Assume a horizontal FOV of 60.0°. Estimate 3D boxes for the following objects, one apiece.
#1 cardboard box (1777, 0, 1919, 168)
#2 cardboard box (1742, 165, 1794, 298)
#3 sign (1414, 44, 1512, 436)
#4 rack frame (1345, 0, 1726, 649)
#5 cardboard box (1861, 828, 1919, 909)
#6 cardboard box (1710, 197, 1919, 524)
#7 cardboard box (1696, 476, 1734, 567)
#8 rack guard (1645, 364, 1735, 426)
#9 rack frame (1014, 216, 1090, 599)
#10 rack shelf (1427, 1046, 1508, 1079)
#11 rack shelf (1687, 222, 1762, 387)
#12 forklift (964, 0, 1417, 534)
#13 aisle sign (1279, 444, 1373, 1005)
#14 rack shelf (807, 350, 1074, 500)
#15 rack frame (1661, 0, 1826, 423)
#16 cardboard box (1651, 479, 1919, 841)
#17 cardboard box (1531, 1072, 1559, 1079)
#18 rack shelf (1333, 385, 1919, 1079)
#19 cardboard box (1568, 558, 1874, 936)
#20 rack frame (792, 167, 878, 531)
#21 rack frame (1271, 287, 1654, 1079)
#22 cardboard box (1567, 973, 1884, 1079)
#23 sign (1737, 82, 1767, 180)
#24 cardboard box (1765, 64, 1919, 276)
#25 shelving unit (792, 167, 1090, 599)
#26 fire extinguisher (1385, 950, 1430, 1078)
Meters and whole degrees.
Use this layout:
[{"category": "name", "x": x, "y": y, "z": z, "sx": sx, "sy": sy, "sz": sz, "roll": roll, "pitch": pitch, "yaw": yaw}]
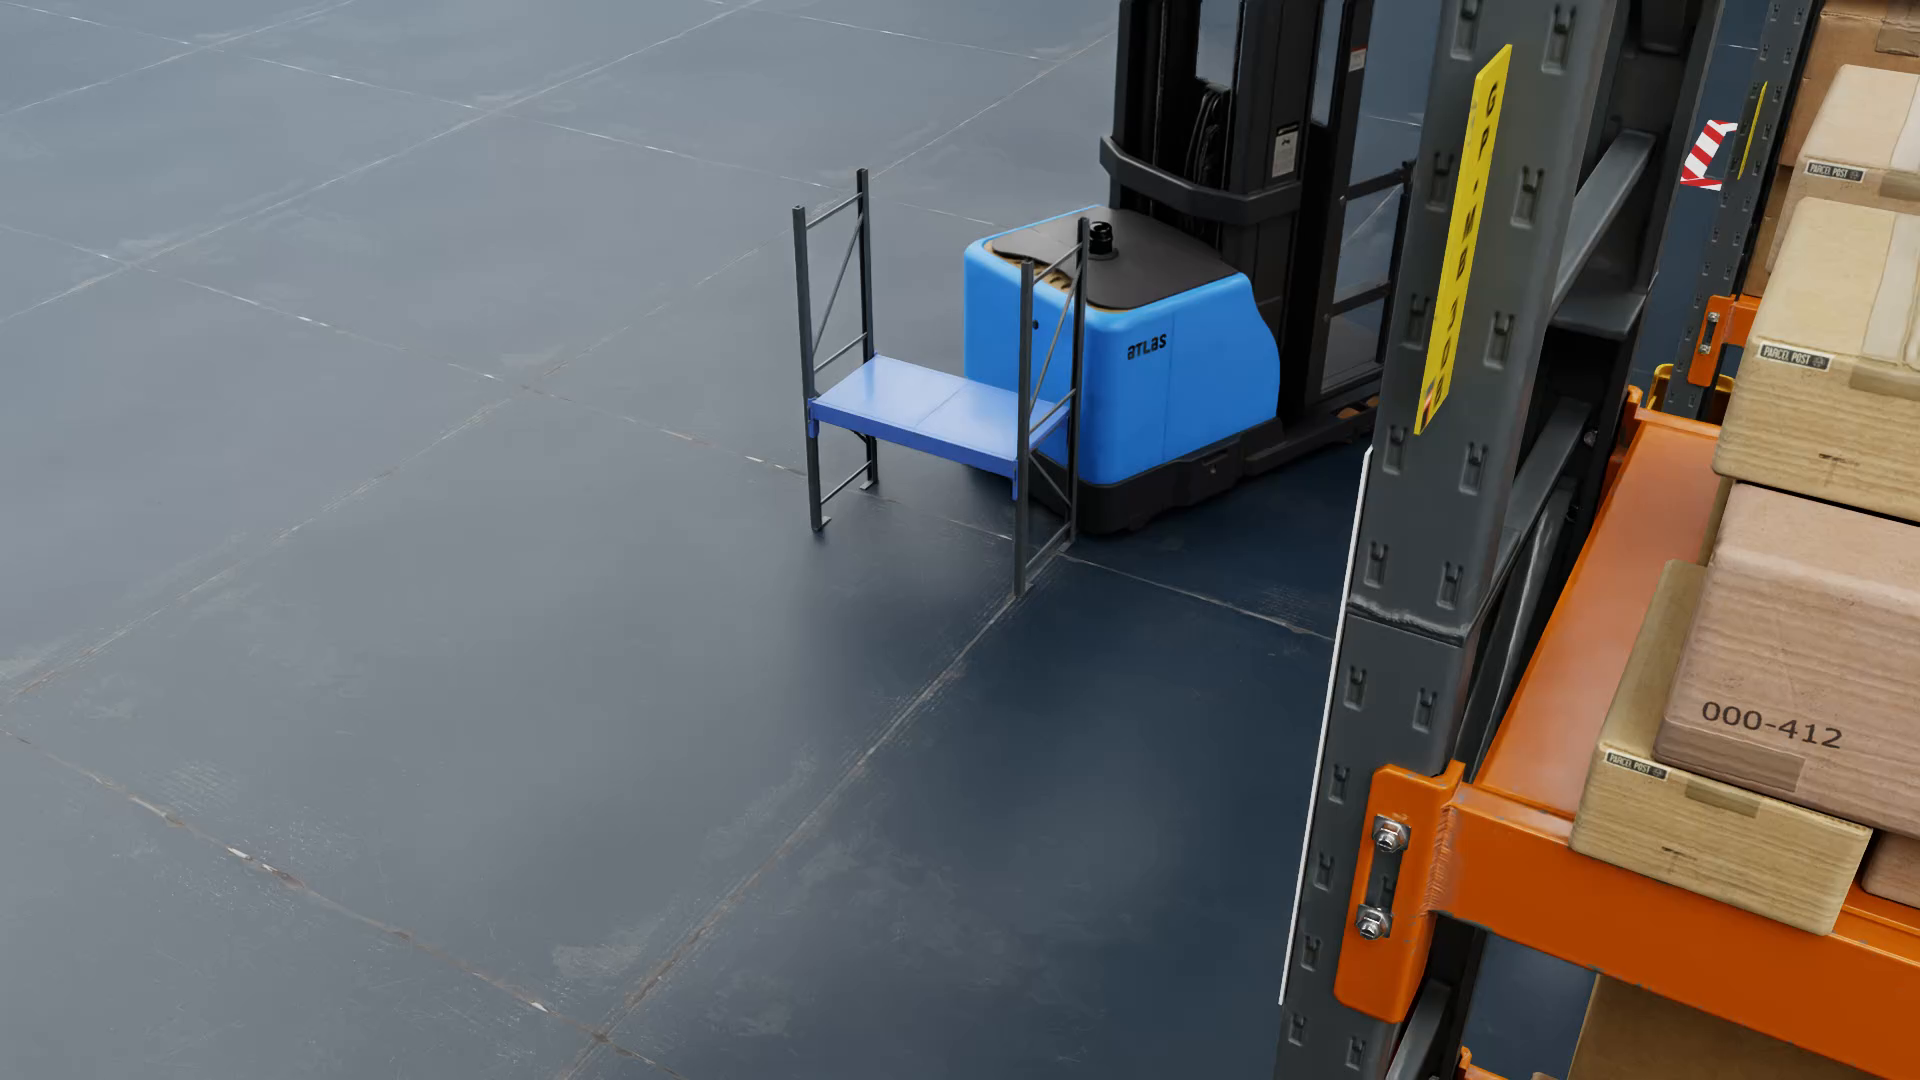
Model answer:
[{"category": "cardboard box", "x": 3.371, "y": -1.701, "z": 5.989, "sx": 0.550, "sy": 0.550, "sz": 0.875, "roll": 18, "pitch": 37, "yaw": 24}, {"category": "cardboard box", "x": 3.413, "y": -1.292, "z": 6.349, "sx": 0.550, "sy": 0.550, "sz": 0.875, "roll": 18, "pitch": 37, "yaw": 24}, {"category": "sign", "x": 0.431, "y": -0.251, "z": 1.426, "sx": 0.005, "sy": 0.325, "sz": 0.100, "roll": 18, "pitch": 37, "yaw": 24}, {"category": "rack frame", "x": 0.700, "y": -1.397, "z": 1.229, "sx": 0.127, "sy": 3.000, "sz": 1.000, "roll": 18, "pitch": 37, "yaw": 24}, {"category": "cardboard box", "x": 1.099, "y": 0.233, "z": 1.715, "sx": 0.250, "sy": 0.149, "sz": 0.380, "roll": 16, "pitch": 37, "yaw": 23}, {"category": "cardboard box", "x": 0.907, "y": -0.180, "z": 1.615, "sx": 0.250, "sy": 0.149, "sz": 0.380, "roll": 17, "pitch": 37, "yaw": 24}, {"category": "cardboard box", "x": 1.148, "y": -0.081, "z": 2.185, "sx": 0.250, "sy": 0.149, "sz": 0.380, "roll": 18, "pitch": 38, "yaw": 25}, {"category": "rack guard", "x": 3.047, "y": -0.276, "z": 7.214, "sx": 0.348, "sy": 0.500, "sz": 1.175, "roll": 18, "pitch": 37, "yaw": 24}, {"category": "rack frame", "x": 0.362, "y": -0.504, "z": 6.654, "sx": 0.032, "sy": 1.500, "sz": 0.500, "roll": 18, "pitch": 38, "yaw": 25}, {"category": "rack shelf", "x": 2.436, "y": 1.949, "z": 2.265, "sx": 4.000, "sy": 0.370, "sz": 1.077, "roll": 18, "pitch": 37, "yaw": 24}, {"category": "rack shelf", "x": 4.804, "y": -0.461, "z": 5.884, "sx": 4.000, "sy": 0.370, "sz": 1.077, "roll": 18, "pitch": 37, "yaw": 24}, {"category": "forklift", "x": 1.488, "y": -1.895, "z": 7.451, "sx": 3.031, "sy": 2.935, "sz": 1.130, "roll": -22, "pitch": 40, "yaw": -30}, {"category": "aisle sign", "x": 0.492, "y": 0.150, "z": 1.973, "sx": 0.004, "sy": 0.787, "sz": 0.394, "roll": 18, "pitch": 37, "yaw": 24}, {"category": "rack shelf", "x": -0.077, "y": -0.496, "z": 6.967, "sx": 1.000, "sy": 0.185, "sz": 0.538, "roll": 18, "pitch": 38, "yaw": 25}, {"category": "rack frame", "x": 3.068, "y": -1.310, "z": 6.511, "sx": 0.127, "sy": 3.000, "sz": 1.000, "roll": 18, "pitch": 37, "yaw": 24}, {"category": "cardboard box", "x": 1.004, "y": 0.056, "z": 1.620, "sx": 0.500, "sy": 0.250, "sz": 0.500, "roll": 17, "pitch": 37, "yaw": 24}, {"category": "cardboard box", "x": 0.973, "y": 1.198, "z": 2.386, "sx": 0.500, "sy": 0.500, "sz": 0.500, "roll": 17, "pitch": 37, "yaw": 24}, {"category": "rack shelf", "x": 2.436, "y": 0.701, "z": 1.434, "sx": 4.000, "sy": 0.370, "sz": 1.077, "roll": 18, "pitch": 37, "yaw": 24}, {"category": "cardboard box", "x": 0.827, "y": 0.203, "z": 1.759, "sx": 0.250, "sy": 0.149, "sz": 0.380, "roll": 18, "pitch": 38, "yaw": 24}, {"category": "rack frame", "x": -0.517, "y": -0.788, "z": 7.080, "sx": 0.032, "sy": 1.500, "sz": 0.500, "roll": 18, "pitch": 38, "yaw": 25}, {"category": "rack frame", "x": 0.700, "y": 1.100, "z": 2.892, "sx": 0.127, "sy": 3.000, "sz": 1.000, "roll": 18, "pitch": 37, "yaw": 24}, {"category": "cardboard box", "x": 1.252, "y": 0.554, "z": 2.452, "sx": 0.500, "sy": 0.500, "sz": 0.700, "roll": 17, "pitch": 37, "yaw": 23}, {"category": "sign", "x": 2.787, "y": -1.438, "z": 5.850, "sx": 0.005, "sy": 0.325, "sz": 0.100, "roll": 18, "pitch": 37, "yaw": 24}, {"category": "cardboard box", "x": 1.140, "y": -0.425, "z": 1.983, "sx": 0.250, "sy": 0.149, "sz": 0.380, "roll": 18, "pitch": 38, "yaw": 25}, {"category": "shelving unit", "x": -0.077, "y": -0.646, "z": 6.867, "sx": 1.048, "sy": 1.500, "sz": 0.538, "roll": 18, "pitch": 38, "yaw": 25}, {"category": "fire extinguisher", "x": 0.829, "y": 0.879, "z": 3.294, "sx": 0.183, "sy": 0.674, "sz": 0.296, "roll": 18, "pitch": 37, "yaw": 24}]
